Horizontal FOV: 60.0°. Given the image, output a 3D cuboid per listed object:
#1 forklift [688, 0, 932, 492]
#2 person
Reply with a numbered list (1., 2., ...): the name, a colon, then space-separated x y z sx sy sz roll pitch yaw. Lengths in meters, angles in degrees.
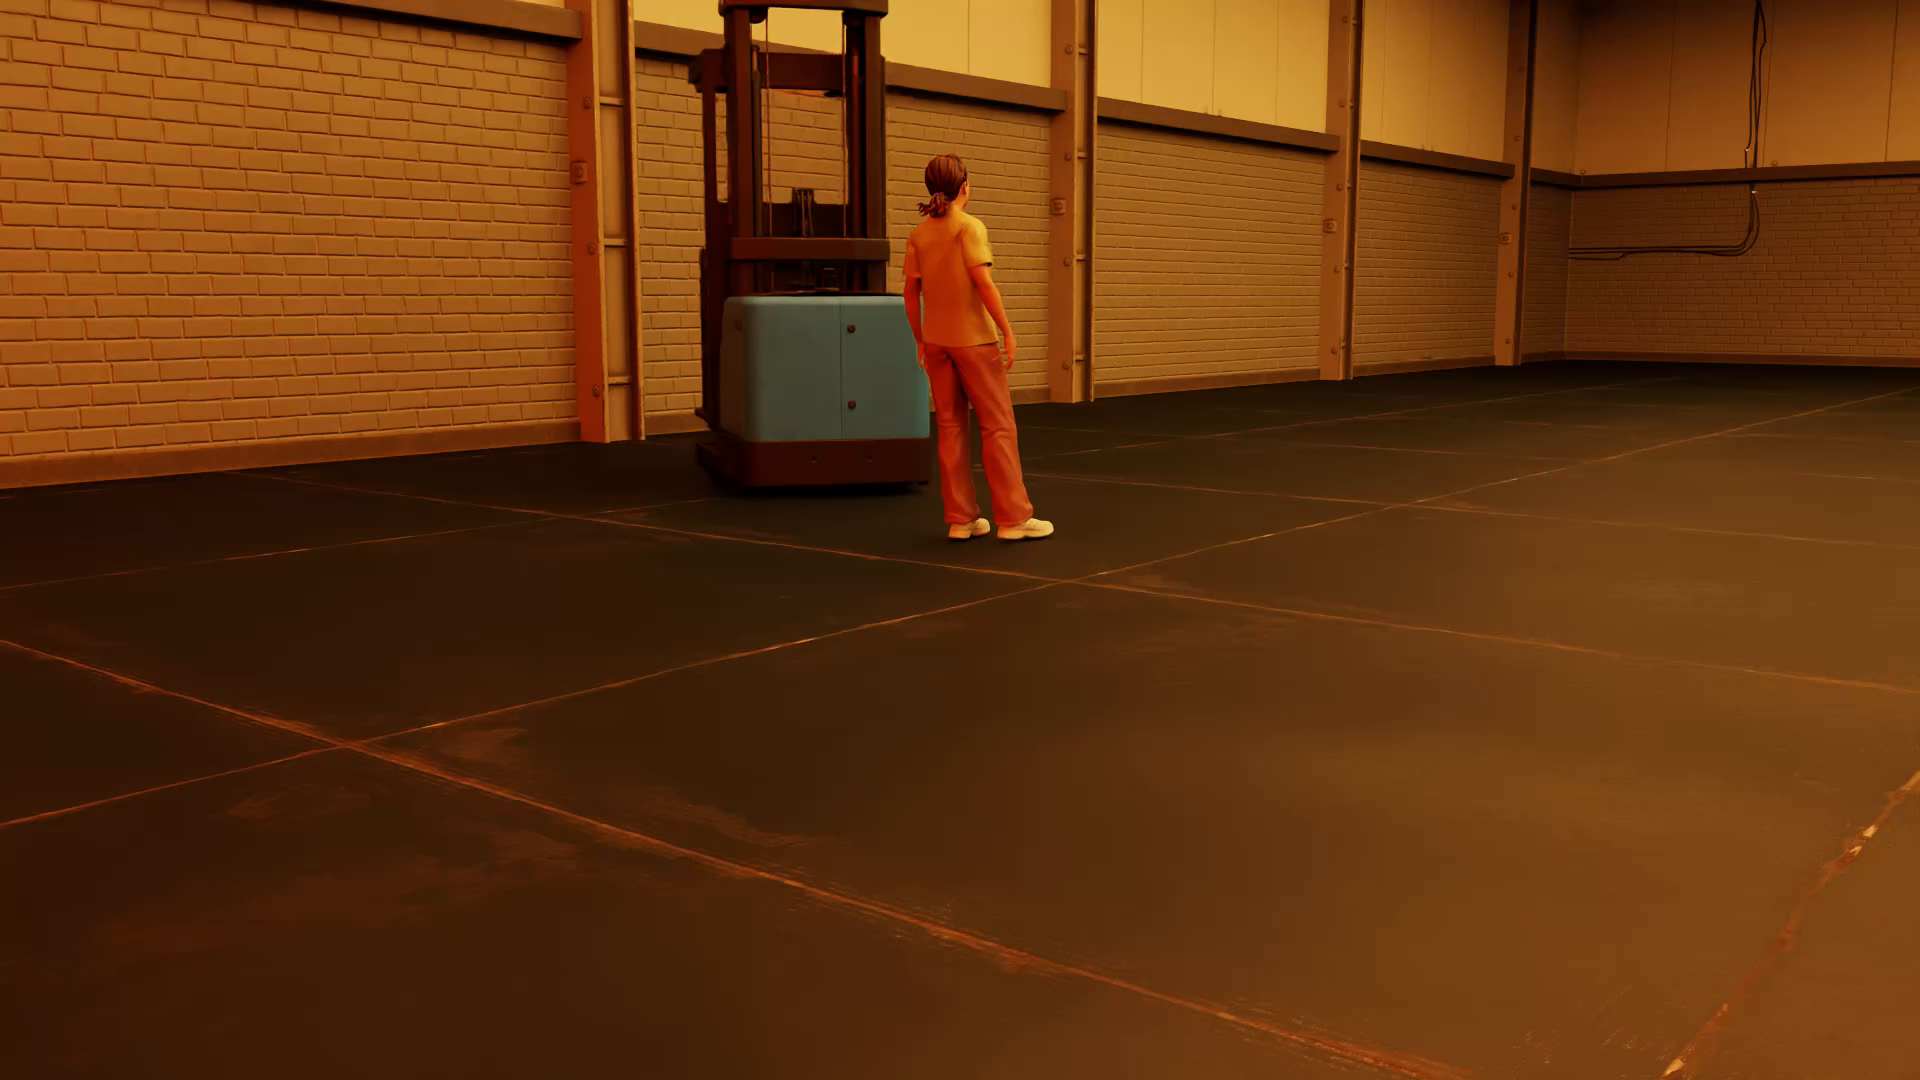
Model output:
1. forklift: -1.051 -1.891 10.204 1.130 2.935 3.031 -2 9 -16
2. person: 0.056 -0.844 7.332 0.553 1.673 0.548 7 11 38
